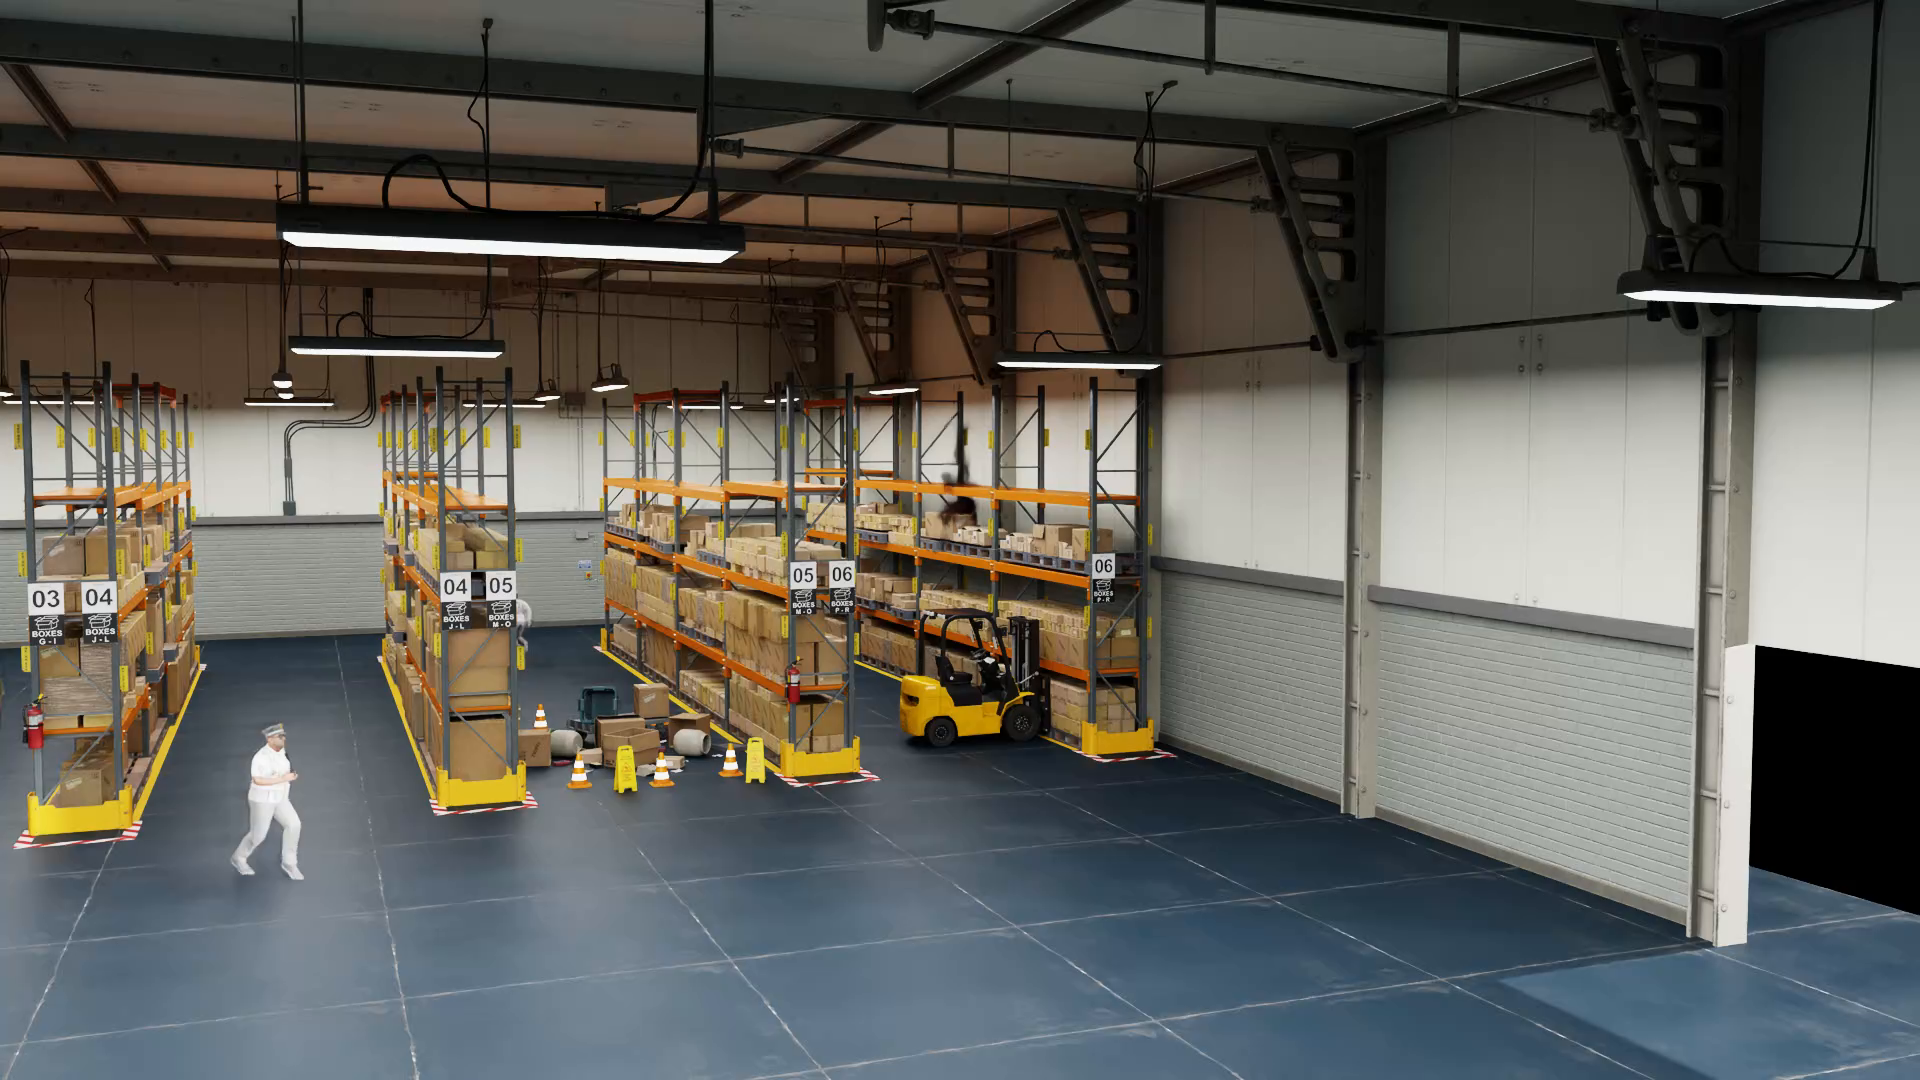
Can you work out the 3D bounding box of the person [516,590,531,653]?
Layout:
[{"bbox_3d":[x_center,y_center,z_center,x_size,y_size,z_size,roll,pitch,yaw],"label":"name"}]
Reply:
[{"bbox_3d":[-10.085,1.938,37.895,0.608,1.619,0.690,-3,5,-44],"label":"person"}]

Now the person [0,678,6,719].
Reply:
[{"bbox_3d":[-14.984,2.658,25.619,0.506,1.592,0.662,-2,4,-35],"label":"person"}]

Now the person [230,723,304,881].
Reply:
[{"bbox_3d":[-7.920,2.993,18.958,0.888,1.837,0.687,1,3,10],"label":"person"}]
